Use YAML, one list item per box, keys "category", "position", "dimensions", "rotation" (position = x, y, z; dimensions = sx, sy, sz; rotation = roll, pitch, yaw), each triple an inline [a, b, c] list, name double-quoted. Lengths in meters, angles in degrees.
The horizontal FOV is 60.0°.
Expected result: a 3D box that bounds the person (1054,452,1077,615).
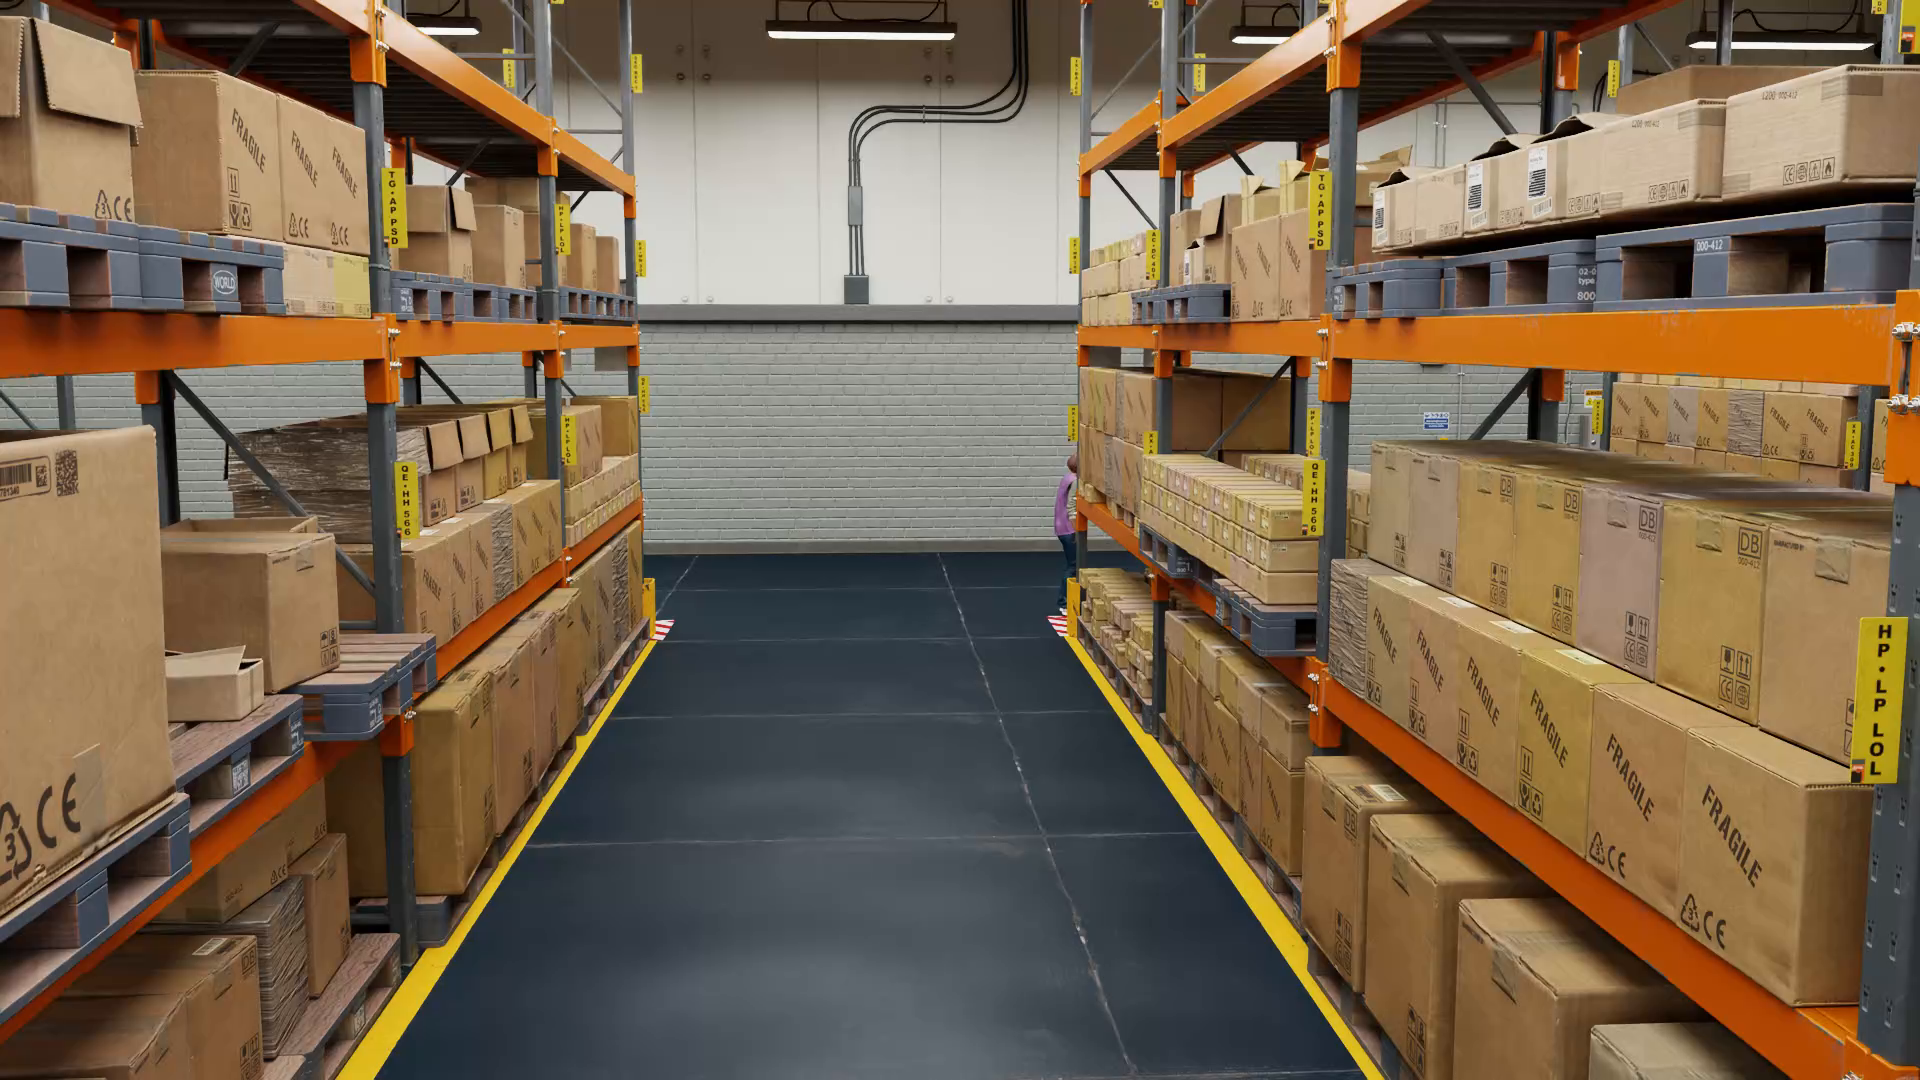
- category: "person"
  position: [1.104, -0.064, 16.321]
  dimensions: [0.348, 1.593, 0.476]
  rotation: [0, 7, -2]
